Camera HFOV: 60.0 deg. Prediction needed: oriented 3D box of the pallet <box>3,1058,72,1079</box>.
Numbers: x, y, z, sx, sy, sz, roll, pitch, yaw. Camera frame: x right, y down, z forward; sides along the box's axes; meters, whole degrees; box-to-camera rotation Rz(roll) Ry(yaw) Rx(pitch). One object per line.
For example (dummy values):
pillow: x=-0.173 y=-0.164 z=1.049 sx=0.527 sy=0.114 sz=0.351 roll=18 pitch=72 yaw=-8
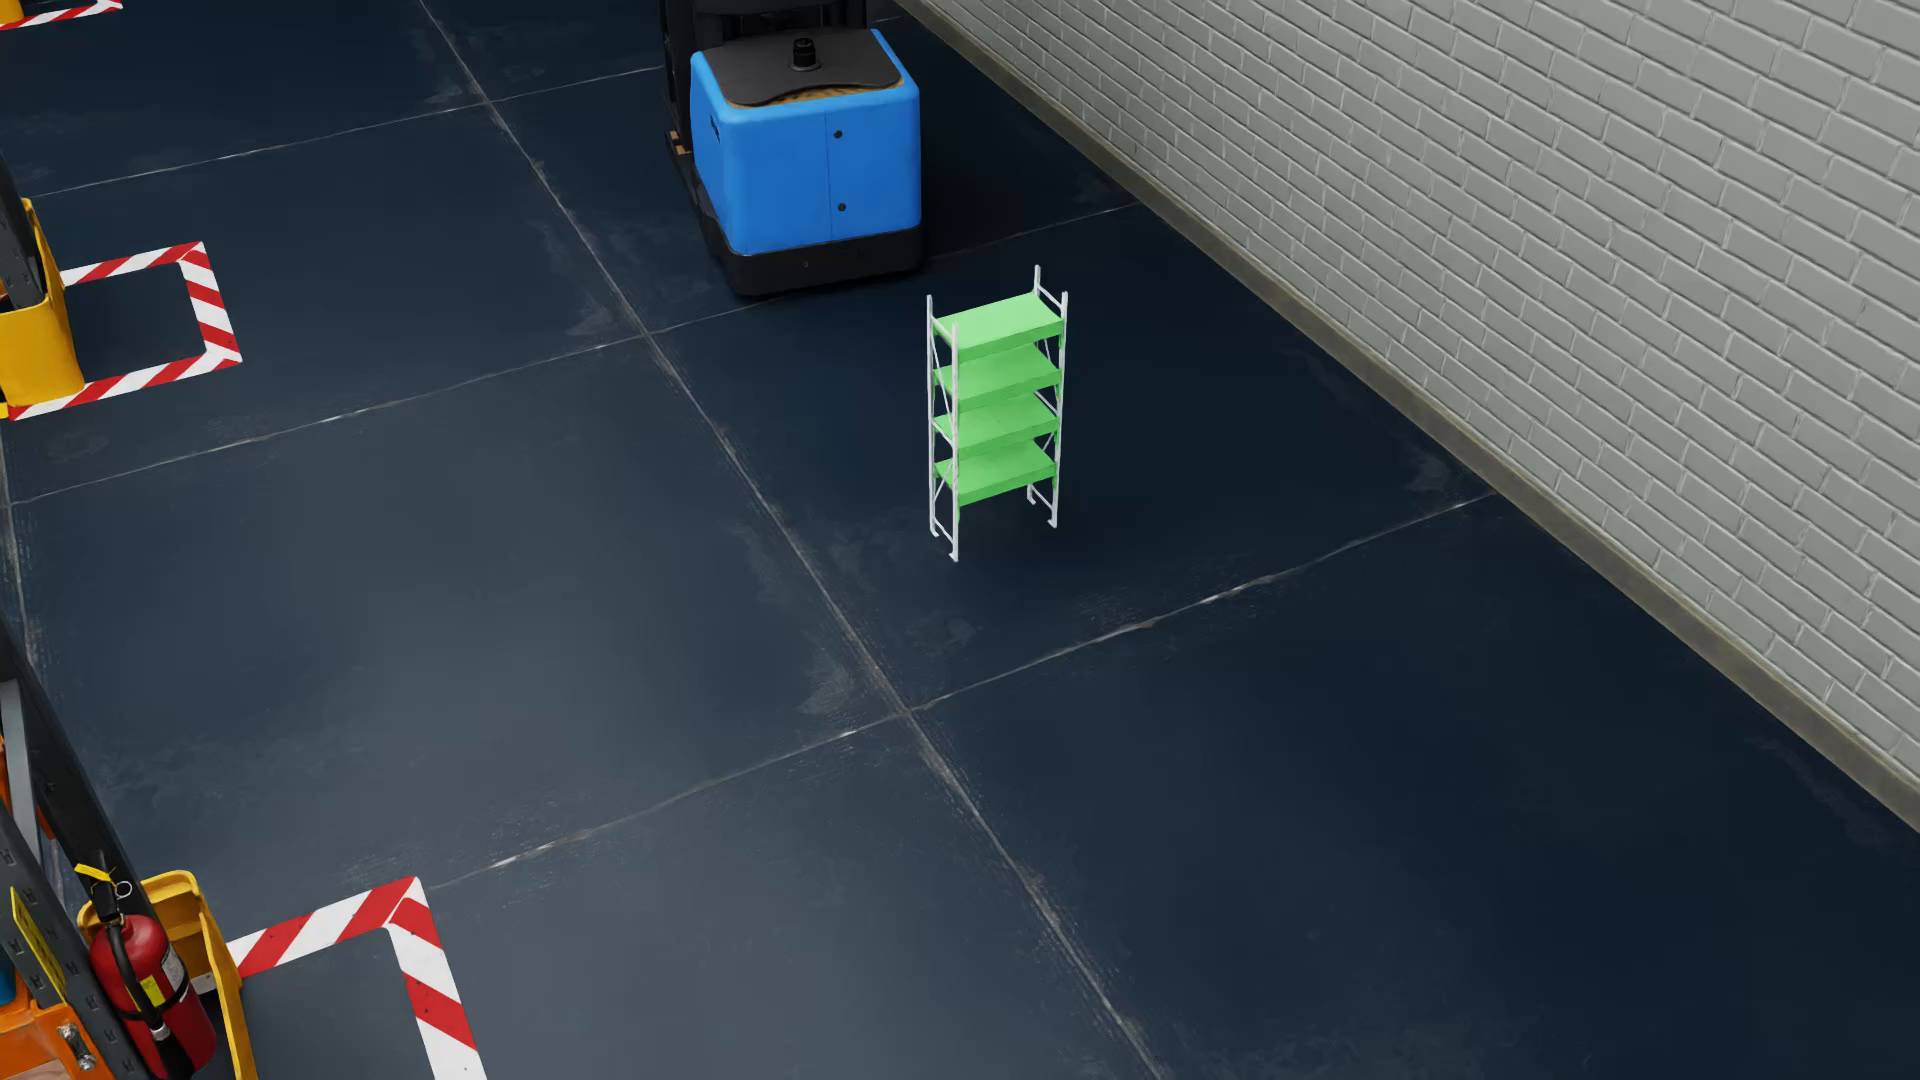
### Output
pallet: x=-3.079 y=1.952 z=4.781 sx=1.213 sy=0.211 sz=1.003 roll=-19 pitch=44 yaw=-21

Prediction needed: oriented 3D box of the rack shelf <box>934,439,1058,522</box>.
rack shelf: x=0.147 y=-0.275 z=7.117 sx=0.480 sy=0.148 sz=0.258 roll=-19 pitch=44 yaw=-21

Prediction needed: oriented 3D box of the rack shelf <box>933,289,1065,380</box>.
rack shelf: x=0.147 y=-0.825 z=6.652 sx=0.480 sy=0.148 sz=0.258 roll=-19 pitch=44 yaw=-21

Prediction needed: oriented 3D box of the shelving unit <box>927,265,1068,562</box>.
shelving unit: x=0.147 y=-0.507 z=6.921 sx=0.503 sy=1.200 sz=0.258 roll=-19 pitch=44 yaw=-21

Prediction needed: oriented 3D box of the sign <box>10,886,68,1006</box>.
sign: x=-2.061 y=0.912 z=3.725 sx=0.005 sy=0.325 sz=0.100 roll=-19 pitch=44 yaw=-21

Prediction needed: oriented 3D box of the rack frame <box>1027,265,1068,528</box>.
rack frame: x=0.363 y=-0.580 z=7.007 sx=0.015 sy=1.200 sz=0.240 roll=-19 pitch=44 yaw=-21

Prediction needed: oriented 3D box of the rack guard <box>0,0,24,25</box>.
rack guard: x=-6.885 y=-4.066 z=11.667 sx=0.348 sy=0.500 sz=1.175 roll=-19 pitch=44 yaw=-21

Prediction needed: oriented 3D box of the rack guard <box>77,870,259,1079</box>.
rack guard: x=-2.314 y=1.603 z=4.969 sx=0.348 sy=0.500 sz=1.175 roll=-19 pitch=44 yaw=-21

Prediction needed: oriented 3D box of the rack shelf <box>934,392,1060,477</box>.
rack shelf: x=0.147 y=-0.459 z=6.962 sx=0.480 sy=0.148 sz=0.258 roll=-19 pitch=44 yaw=-21

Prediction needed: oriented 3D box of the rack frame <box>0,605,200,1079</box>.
rack frame: x=-2.330 y=0.664 z=4.144 sx=0.127 sy=3.000 sz=1.000 roll=-19 pitch=44 yaw=-21

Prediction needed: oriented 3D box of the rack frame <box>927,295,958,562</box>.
rack frame: x=-0.070 y=-0.435 z=6.835 sx=0.015 sy=1.200 sz=0.240 roll=-19 pitch=44 yaw=-21

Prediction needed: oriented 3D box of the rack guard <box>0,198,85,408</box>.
rack guard: x=-4.682 y=-1.199 z=8.279 sx=0.348 sy=0.500 sz=1.175 roll=-19 pitch=44 yaw=-21

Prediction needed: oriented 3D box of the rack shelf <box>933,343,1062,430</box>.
rack shelf: x=0.147 y=-0.642 z=6.807 sx=0.480 sy=0.148 sz=0.258 roll=-19 pitch=44 yaw=-21

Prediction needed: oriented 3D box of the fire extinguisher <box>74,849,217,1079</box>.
fire extinguisher: x=-1.986 y=1.051 z=4.035 sx=0.183 sy=0.674 sz=0.296 roll=-19 pitch=44 yaw=-21

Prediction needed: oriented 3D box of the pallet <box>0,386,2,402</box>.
pallet: x=-5.388 y=-0.850 z=8.091 sx=1.213 sy=0.211 sz=1.003 roll=-19 pitch=44 yaw=-21

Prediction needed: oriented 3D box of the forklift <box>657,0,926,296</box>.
forklift: x=-1.125 y=-3.349 z=8.938 sx=1.130 sy=2.935 sz=3.031 roll=-12 pitch=42 yaw=-14

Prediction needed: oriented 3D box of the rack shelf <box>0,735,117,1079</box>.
rack shelf: x=-4.103 y=1.535 z=3.671 sx=4.000 sy=0.370 sz=1.077 roll=-19 pitch=44 yaw=-21

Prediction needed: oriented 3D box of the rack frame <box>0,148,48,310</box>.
rack frame: x=-4.614 y=-2.176 z=7.499 sx=0.127 sy=3.000 sz=1.000 roll=-19 pitch=44 yaw=-21

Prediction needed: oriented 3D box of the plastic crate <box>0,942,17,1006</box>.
plastic crate: x=-2.540 y=0.834 z=3.869 sx=0.499 sy=0.435 sz=0.616 roll=-19 pitch=44 yaw=-21
